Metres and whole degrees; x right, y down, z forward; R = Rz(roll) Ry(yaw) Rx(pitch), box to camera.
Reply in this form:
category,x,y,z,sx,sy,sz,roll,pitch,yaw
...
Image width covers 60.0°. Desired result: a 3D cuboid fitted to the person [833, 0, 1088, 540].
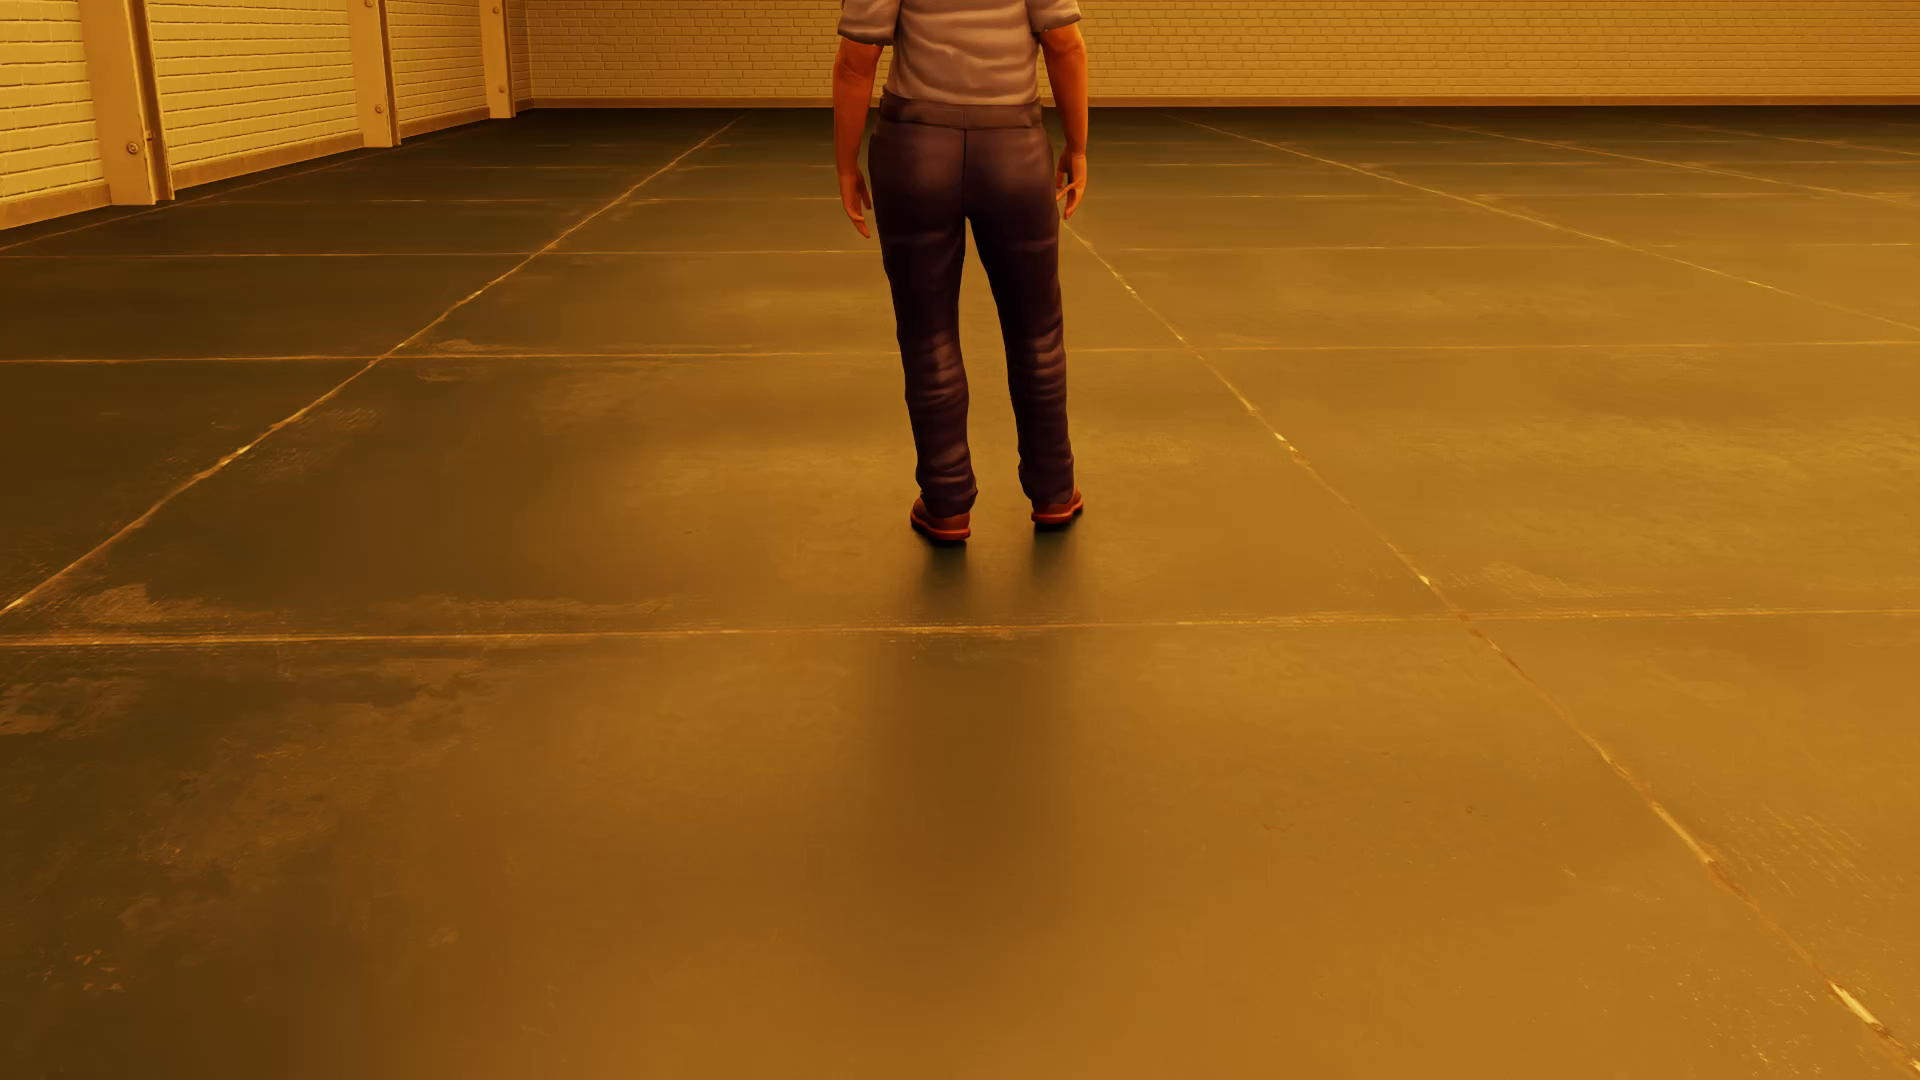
category,x,y,z,sx,sy,sz,roll,pitch,yaw
person,0.018,-0.822,3.761,0.598,1.651,0.503,-1,17,-3
